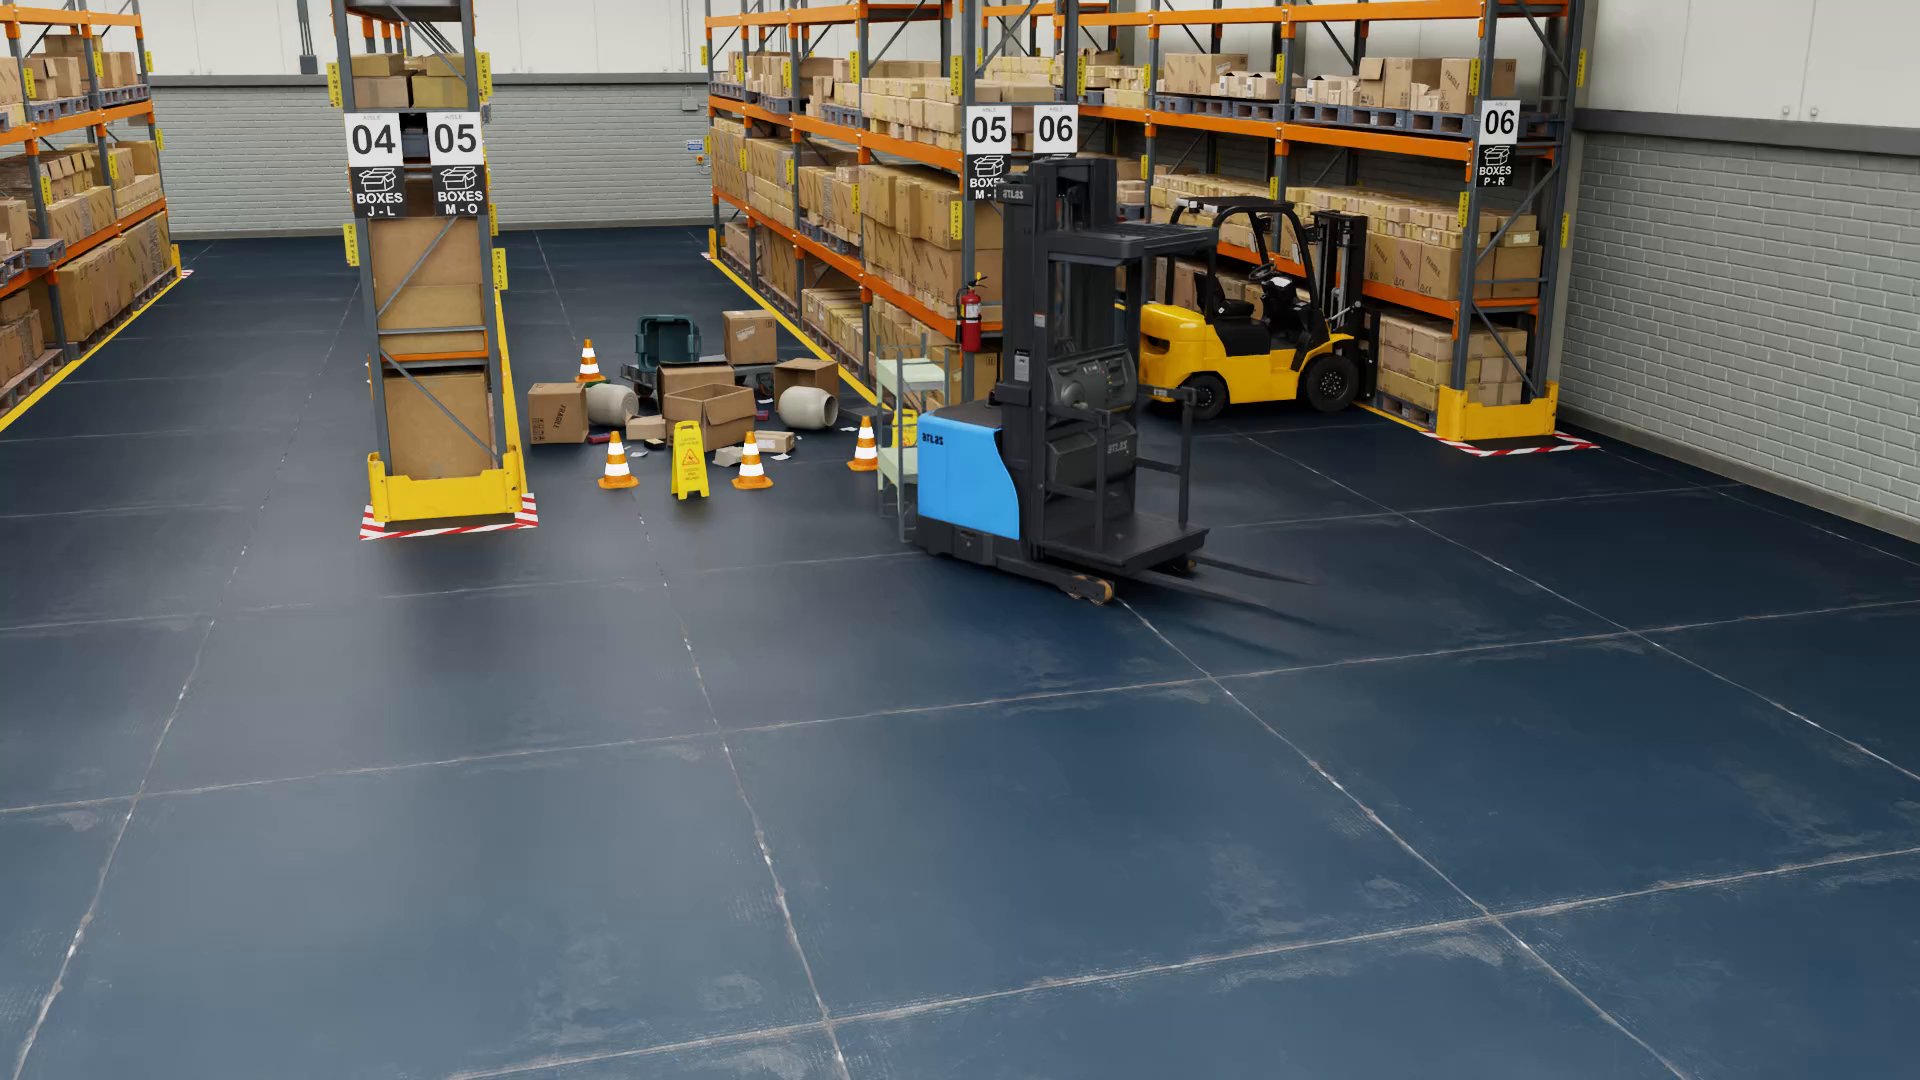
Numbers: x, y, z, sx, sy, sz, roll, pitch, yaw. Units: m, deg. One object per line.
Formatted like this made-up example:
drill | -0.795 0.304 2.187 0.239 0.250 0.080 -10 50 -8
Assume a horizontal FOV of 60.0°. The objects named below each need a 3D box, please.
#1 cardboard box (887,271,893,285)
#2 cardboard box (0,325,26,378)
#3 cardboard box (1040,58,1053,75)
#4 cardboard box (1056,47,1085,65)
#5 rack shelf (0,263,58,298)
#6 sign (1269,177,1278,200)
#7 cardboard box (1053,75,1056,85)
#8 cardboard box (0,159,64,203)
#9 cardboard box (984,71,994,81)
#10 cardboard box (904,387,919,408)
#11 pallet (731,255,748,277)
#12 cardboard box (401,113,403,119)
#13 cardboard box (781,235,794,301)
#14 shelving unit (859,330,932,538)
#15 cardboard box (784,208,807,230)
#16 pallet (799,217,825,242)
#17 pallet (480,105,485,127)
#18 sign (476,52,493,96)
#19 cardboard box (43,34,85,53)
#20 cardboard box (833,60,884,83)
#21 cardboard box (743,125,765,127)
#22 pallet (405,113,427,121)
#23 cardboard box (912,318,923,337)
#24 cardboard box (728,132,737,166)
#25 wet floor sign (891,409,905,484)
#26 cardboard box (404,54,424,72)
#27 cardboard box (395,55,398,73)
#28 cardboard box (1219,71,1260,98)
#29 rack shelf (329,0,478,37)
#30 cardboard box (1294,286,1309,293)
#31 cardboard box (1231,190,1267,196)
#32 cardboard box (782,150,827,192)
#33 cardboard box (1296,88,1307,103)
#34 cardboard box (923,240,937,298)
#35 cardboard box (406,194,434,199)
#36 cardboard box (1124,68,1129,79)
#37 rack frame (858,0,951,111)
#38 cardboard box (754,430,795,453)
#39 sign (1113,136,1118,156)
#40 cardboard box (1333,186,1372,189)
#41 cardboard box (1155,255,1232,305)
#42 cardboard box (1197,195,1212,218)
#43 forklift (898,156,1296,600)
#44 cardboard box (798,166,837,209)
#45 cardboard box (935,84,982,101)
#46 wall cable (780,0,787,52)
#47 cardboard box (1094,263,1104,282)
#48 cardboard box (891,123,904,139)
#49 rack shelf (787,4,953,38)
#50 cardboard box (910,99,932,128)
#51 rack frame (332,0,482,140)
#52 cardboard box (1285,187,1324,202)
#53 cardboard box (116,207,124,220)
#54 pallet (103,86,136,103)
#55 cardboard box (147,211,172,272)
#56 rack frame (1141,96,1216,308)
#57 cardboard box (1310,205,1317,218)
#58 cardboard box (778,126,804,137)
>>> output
cardboard box | -0.556 -2.762 17.368 0.380 0.149 0.250 -4 17 -14
cardboard box | -10.688 -2.046 18.131 0.700 0.500 0.500 -3 17 -11
cardboard box | 1.612 -7.676 26.952 0.500 0.250 0.500 -5 17 -15
cardboard box | 1.730 -7.604 26.134 0.396 0.266 0.258 -5 17 -16
rack shelf | -10.669 -2.628 17.736 1.077 0.370 4.000 -5 17 -15
sign | 3.662 -4.067 19.402 0.100 0.325 0.005 -5 17 -15
cardboard box | 1.682 -7.260 26.226 0.380 0.149 0.250 -4 17 -14
cardboard box | -11.580 -4.438 20.594 0.797 0.503 0.637 -4 17 -14
cardboard box | 0.742 -8.278 29.826 0.500 0.250 0.500 -5 17 -16
cardboard box | -0.256 -1.471 16.684 0.500 0.250 0.500 -5 18 -17
pallet | -3.262 -4.634 28.013 1.003 0.211 1.213 -5 17 -15
cardboard box | -5.059 -3.729 14.471 0.380 0.149 0.250 -4 17 -15
cardboard box | -2.041 -3.937 23.808 0.875 0.875 0.875 -4 17 -15
shelving unit | -0.511 -0.855 13.190 0.431 1.500 0.755 -4 17 -14
cardboard box | -2.078 -4.356 22.501 0.500 0.250 0.500 -5 18 -17
pallet | -1.391 -4.028 21.482 1.213 0.211 1.003 -5 17 -15
pallet | -5.883 -4.753 18.674 1.003 0.211 1.213 -4 17 -13
sign | -3.688 -3.612 12.892 0.100 0.325 0.005 -5 17 -15
cardboard box | -12.570 -6.985 23.397 0.500 0.250 0.500 -6 18 -19
cardboard box | -1.174 -5.438 19.291 0.500 0.250 0.500 -4 17 -14
cardboard box | -3.207 -6.464 26.218 0.380 0.149 0.250 -5 17 -15
pallet | -5.107 -3.950 15.828 1.003 0.211 1.213 -5 17 -15
cardboard box | -0.264 -2.090 16.314 0.380 0.149 0.250 -4 17 -13
cardboard box | -3.465 -6.332 26.905 0.500 0.500 0.500 -4 17 -15
wet floor sign | -0.468 -0.831 14.598 0.267 0.644 0.232 1 17 4
cardboard box | -6.782 -5.832 20.435 0.396 0.266 0.258 -5 17 -15
cardboard box | -5.061 -4.112 14.360 0.380 0.149 0.250 -5 17 -15
cardboard box | 3.537 -5.632 20.525 0.500 0.311 0.500 -5 18 -17
rack shelf | -4.772 -4.567 14.459 1.077 0.370 4.000 -5 17 -15
cardboard box | 4.012 -2.800 19.372 0.500 0.250 0.500 -5 17 -16
cardboard box | 3.569 -4.235 20.537 0.380 0.149 0.250 -5 18 -17
cardboard box | -2.083 -4.958 22.331 0.500 0.500 0.500 -5 17 -17
cardboard box | 4.012 -5.013 18.746 0.380 0.149 0.250 -4 17 -14
cardboard box | -0.038 -2.554 15.548 0.500 0.500 0.500 -5 17 -15
cardboard box | -4.821 -2.818 14.982 0.875 0.550 0.500 -5 17 -15
cardboard box | 2.581 -6.697 23.868 0.380 0.149 0.250 -5 17 -16
rack frame | -0.590 -6.076 17.536 1.000 3.000 0.127 -5 17 -15
cardboard box | -1.793 -0.933 15.800 0.380 0.149 0.250 4 17 13
sign | 2.515 -6.408 27.058 0.100 0.325 0.005 -5 17 -15
cardboard box | 4.559 -4.032 19.344 0.380 0.149 0.250 -5 17 -15
cardboard box | 3.240 -3.592 23.096 0.875 0.625 0.625 -4 17 -13
cardboard box | 3.397 -4.304 21.457 0.500 0.250 0.500 -4 17 -14
forklift | 0.952 -1.165 11.735 3.031 2.935 1.130 15 22 40
cardboard box | -1.789 -4.558 21.489 0.500 0.500 0.500 -5 17 -17
cardboard box | -0.010 -4.082 15.164 0.380 0.149 0.250 -5 17 -15
wall cable | -2.310 -11.232 34.639 2.988 3.039 0.133 -5 17 -15
cardboard box | 2.324 -4.232 25.442 0.500 0.500 0.500 -5 18 -17
cardboard box | -0.471 -4.049 16.442 0.380 0.149 0.250 -5 17 -16
rack shelf | -1.140 -6.093 19.539 1.077 0.370 4.000 -5 17 -15
cardboard box | -0.175 -4.006 15.603 0.500 0.250 0.500 -4 17 -14
rack frame | -4.223 -4.550 12.457 1.000 3.000 0.127 -5 17 -15
cardboard box | 3.983 -3.985 19.187 0.380 0.149 0.250 -4 17 -14
cardboard box | -12.079 -4.620 23.554 0.380 0.149 0.250 -5 17 -15
pallet | -12.864 -6.590 24.616 1.003 0.211 1.213 -5 17 -15
cardboard box | -13.164 -4.751 26.518 0.875 0.875 0.875 -5 17 -15
rack frame | 3.082 -4.702 23.392 1.000 3.000 0.127 -5 17 -15
cardboard box | 4.187 -3.704 18.768 0.380 0.149 0.250 -5 17 -15
cardboard box | -2.626 -6.360 25.873 0.380 0.149 0.250 -5 17 -16
